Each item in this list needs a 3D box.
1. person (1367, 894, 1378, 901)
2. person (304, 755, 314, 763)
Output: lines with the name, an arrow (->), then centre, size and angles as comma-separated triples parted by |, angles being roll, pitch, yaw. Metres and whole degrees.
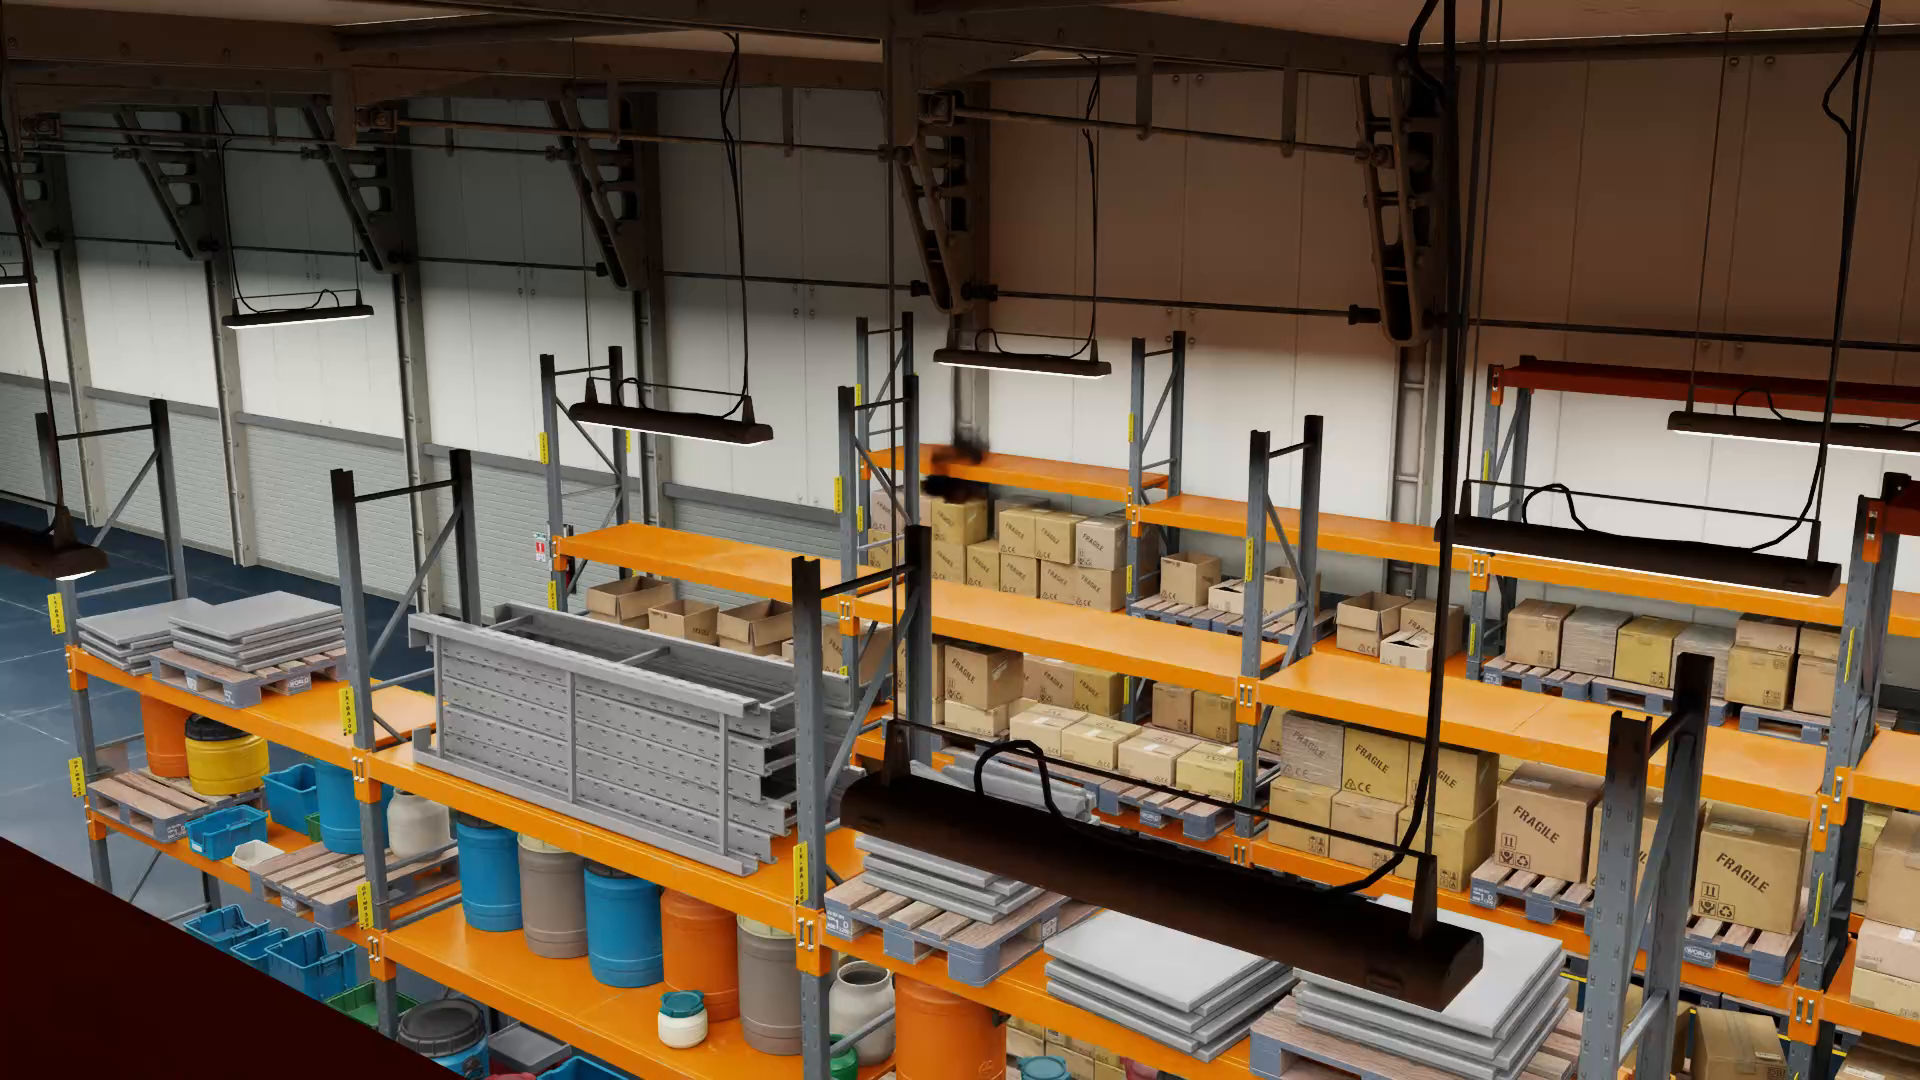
person -> 3.740, 3.821, 15.269 | 0.653, 1.631, 0.514 | 8, 15, 32
person -> -7.241, 2.774, 19.386 | 0.921, 1.798, 0.704 | -8, 15, -30
